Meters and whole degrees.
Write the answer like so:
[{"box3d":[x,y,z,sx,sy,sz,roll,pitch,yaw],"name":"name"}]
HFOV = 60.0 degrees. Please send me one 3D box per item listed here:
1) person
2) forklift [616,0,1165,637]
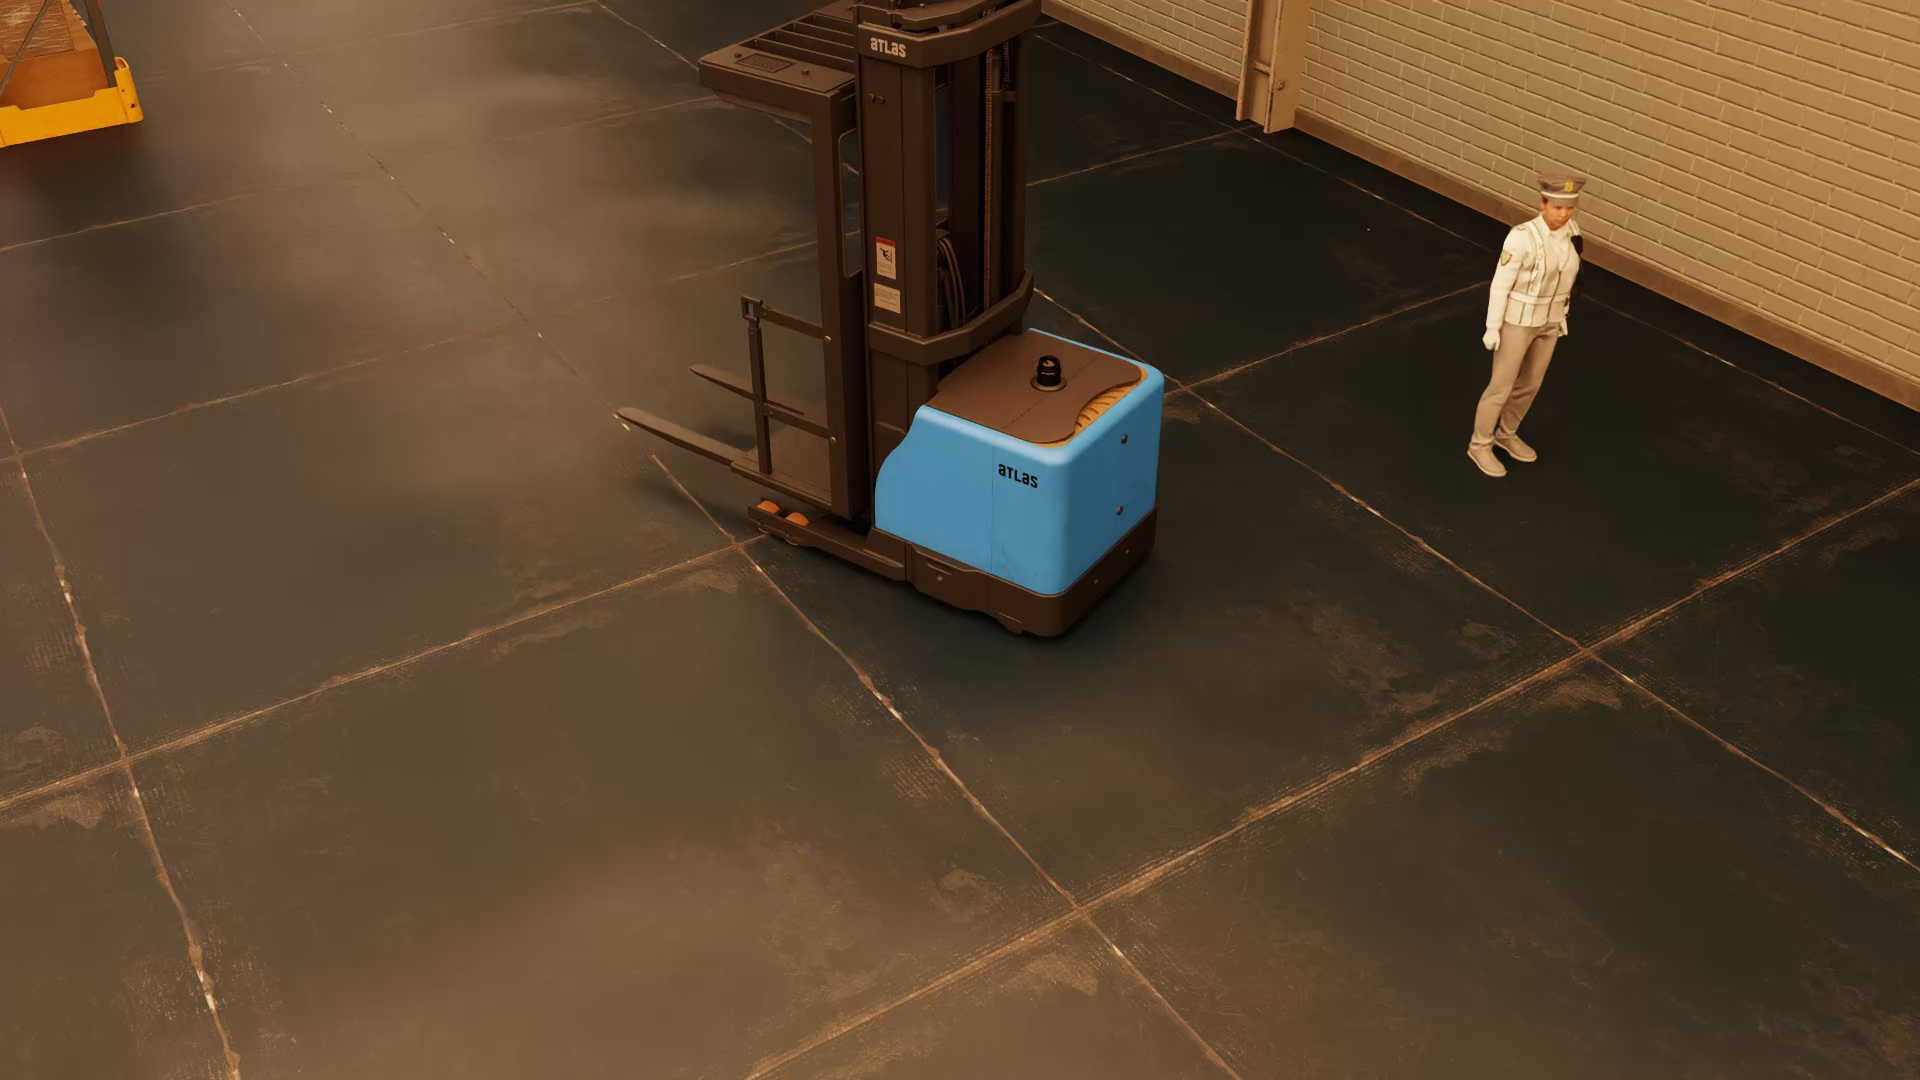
[{"box3d":[3.052,-1.154,8.881,0.535,1.685,0.355,-15,38,-20],"name":"person"},{"box3d":[-0.500,-1.399,8.138,3.031,2.935,1.130,22,41,28],"name":"forklift"}]
